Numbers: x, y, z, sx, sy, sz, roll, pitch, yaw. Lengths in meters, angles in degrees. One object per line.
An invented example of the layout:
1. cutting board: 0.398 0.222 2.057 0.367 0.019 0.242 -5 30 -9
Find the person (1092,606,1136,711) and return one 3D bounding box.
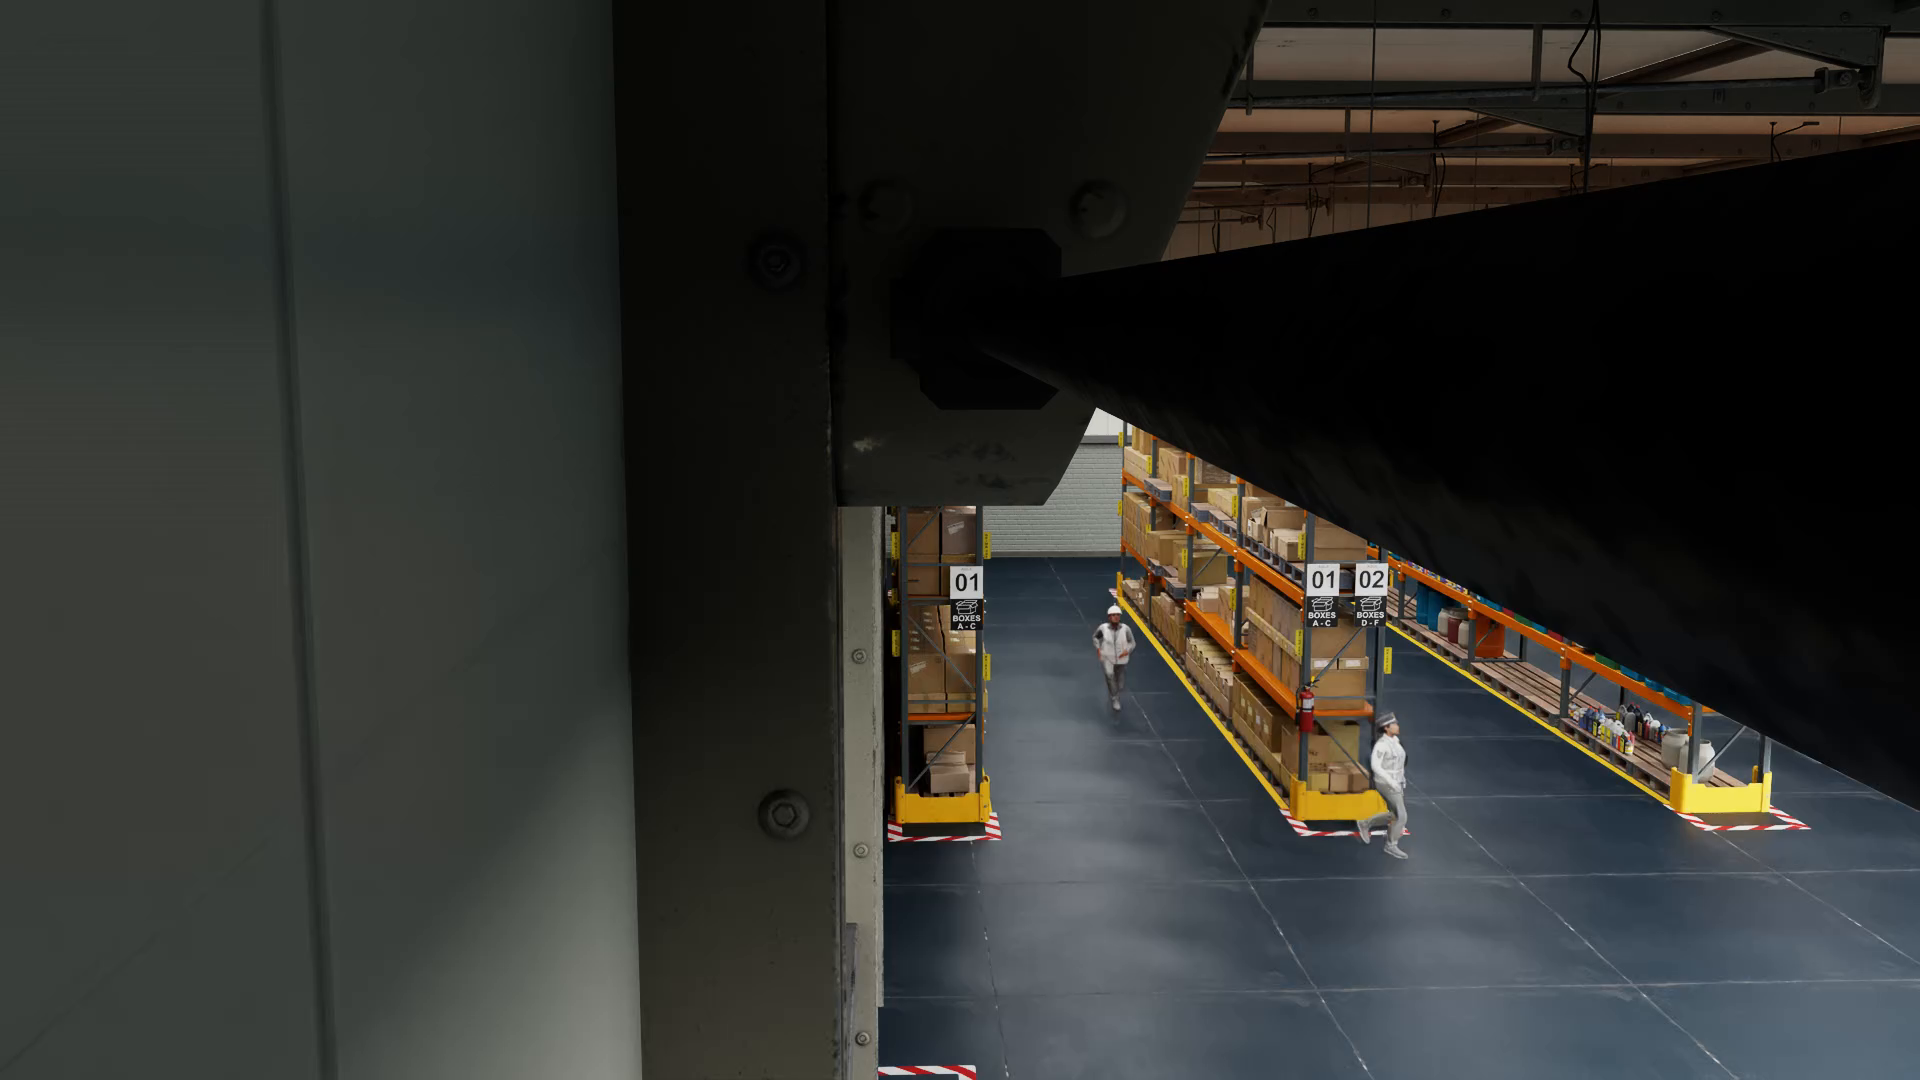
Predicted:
1. person: 2.383 1.788 25.612 0.627 1.585 1.116 -1 8 -8

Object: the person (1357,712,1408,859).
1. person: 4.876 2.786 19.095 0.625 1.667 0.650 5 9 31
